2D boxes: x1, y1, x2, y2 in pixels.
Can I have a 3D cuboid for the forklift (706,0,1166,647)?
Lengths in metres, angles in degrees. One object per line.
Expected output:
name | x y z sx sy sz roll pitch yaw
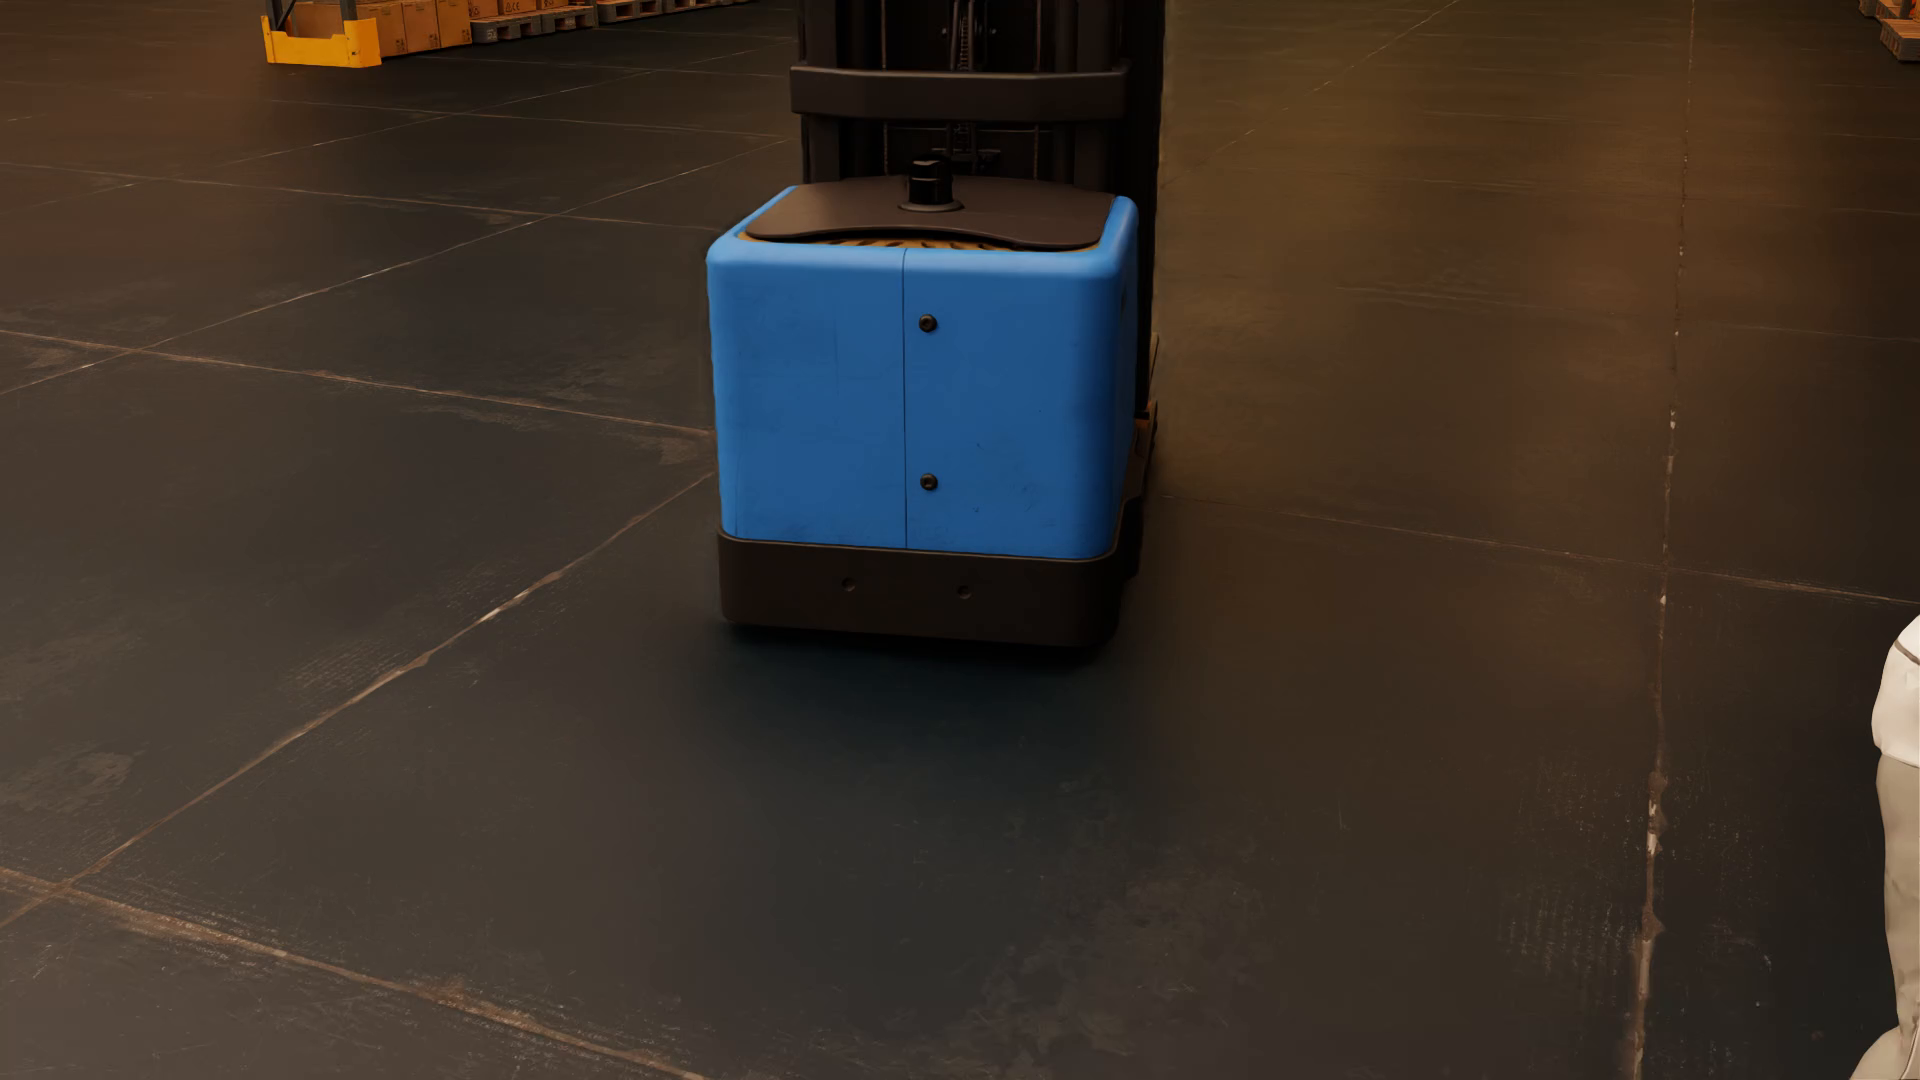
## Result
forklift | 0.098 -1.613 5.151 1.130 2.935 3.031 3 23 8
